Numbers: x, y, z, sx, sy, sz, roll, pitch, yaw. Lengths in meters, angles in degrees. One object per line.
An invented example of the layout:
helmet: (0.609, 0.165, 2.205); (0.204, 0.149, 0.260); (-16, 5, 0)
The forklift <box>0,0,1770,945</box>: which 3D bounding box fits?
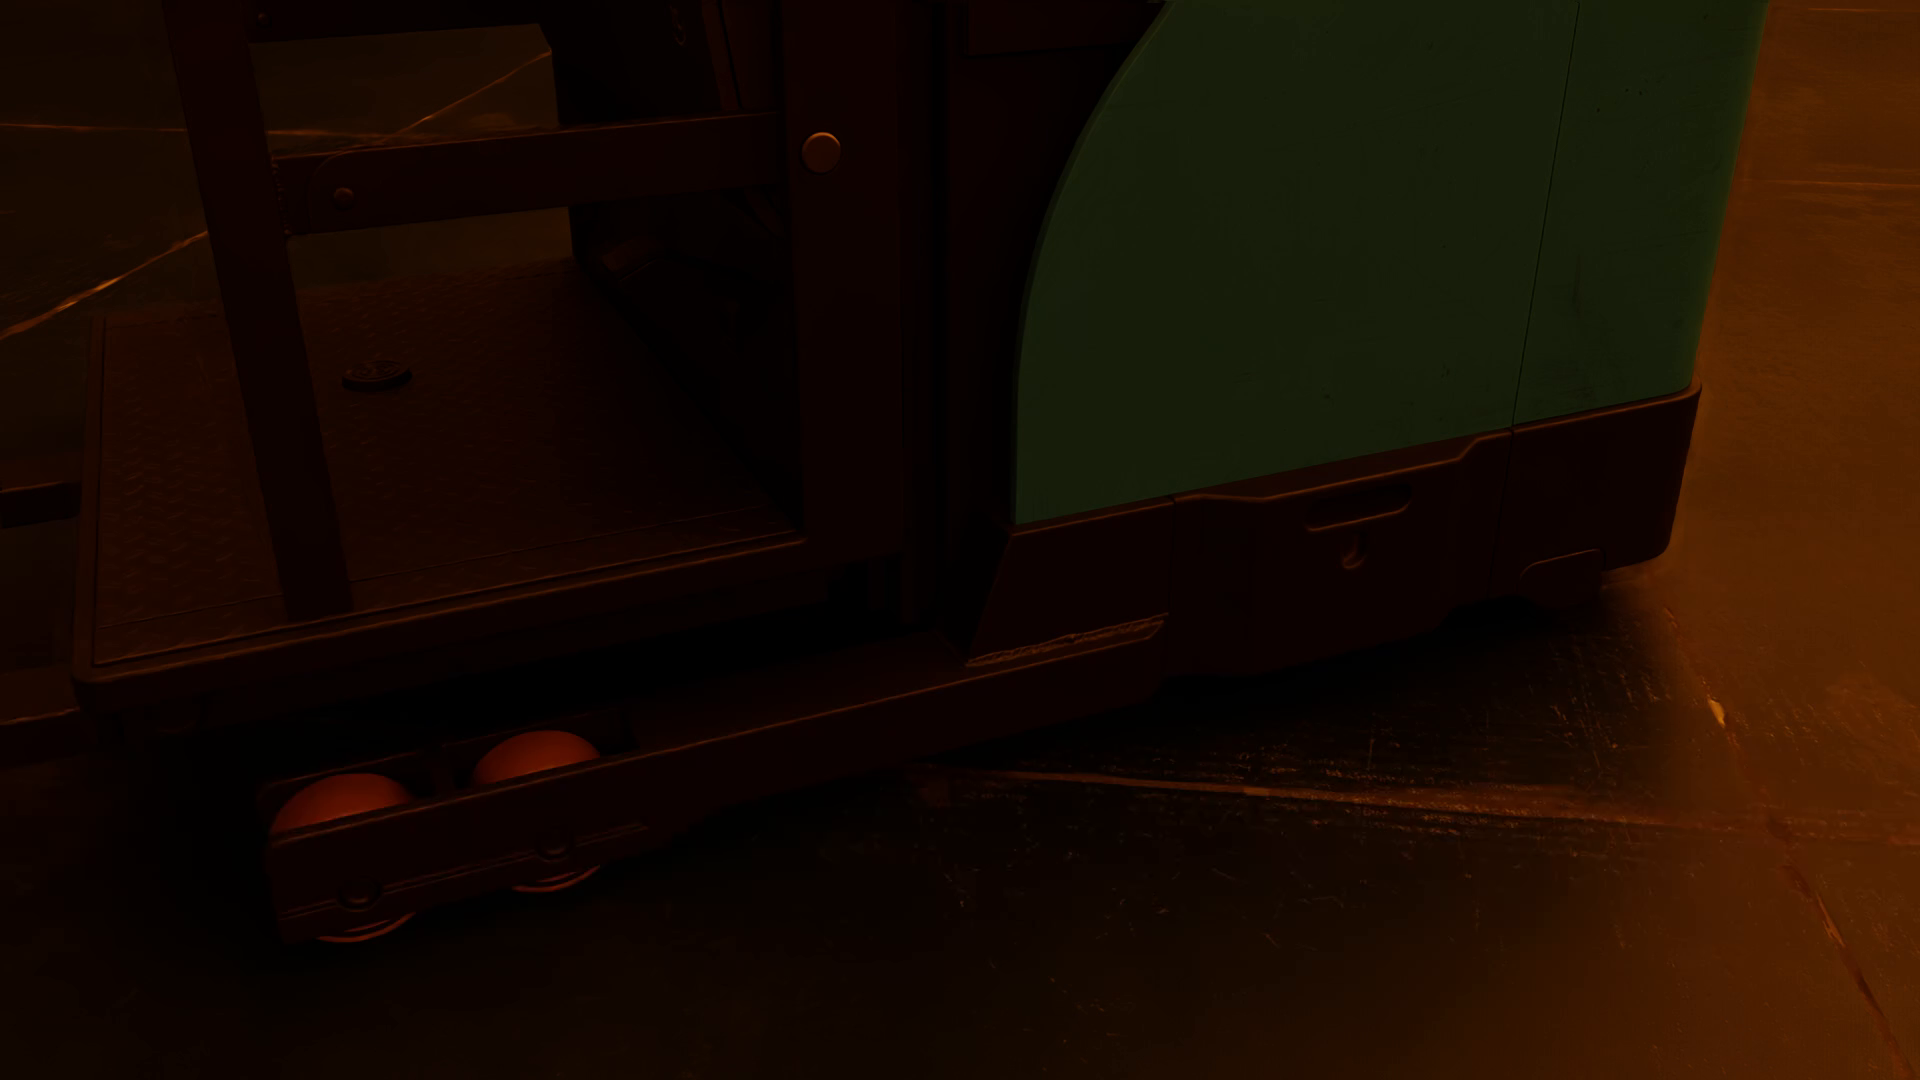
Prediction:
forklift: (-0.562, -1.174, 1.569); (3.031, 2.935, 1.130); (-11, 29, -21)
